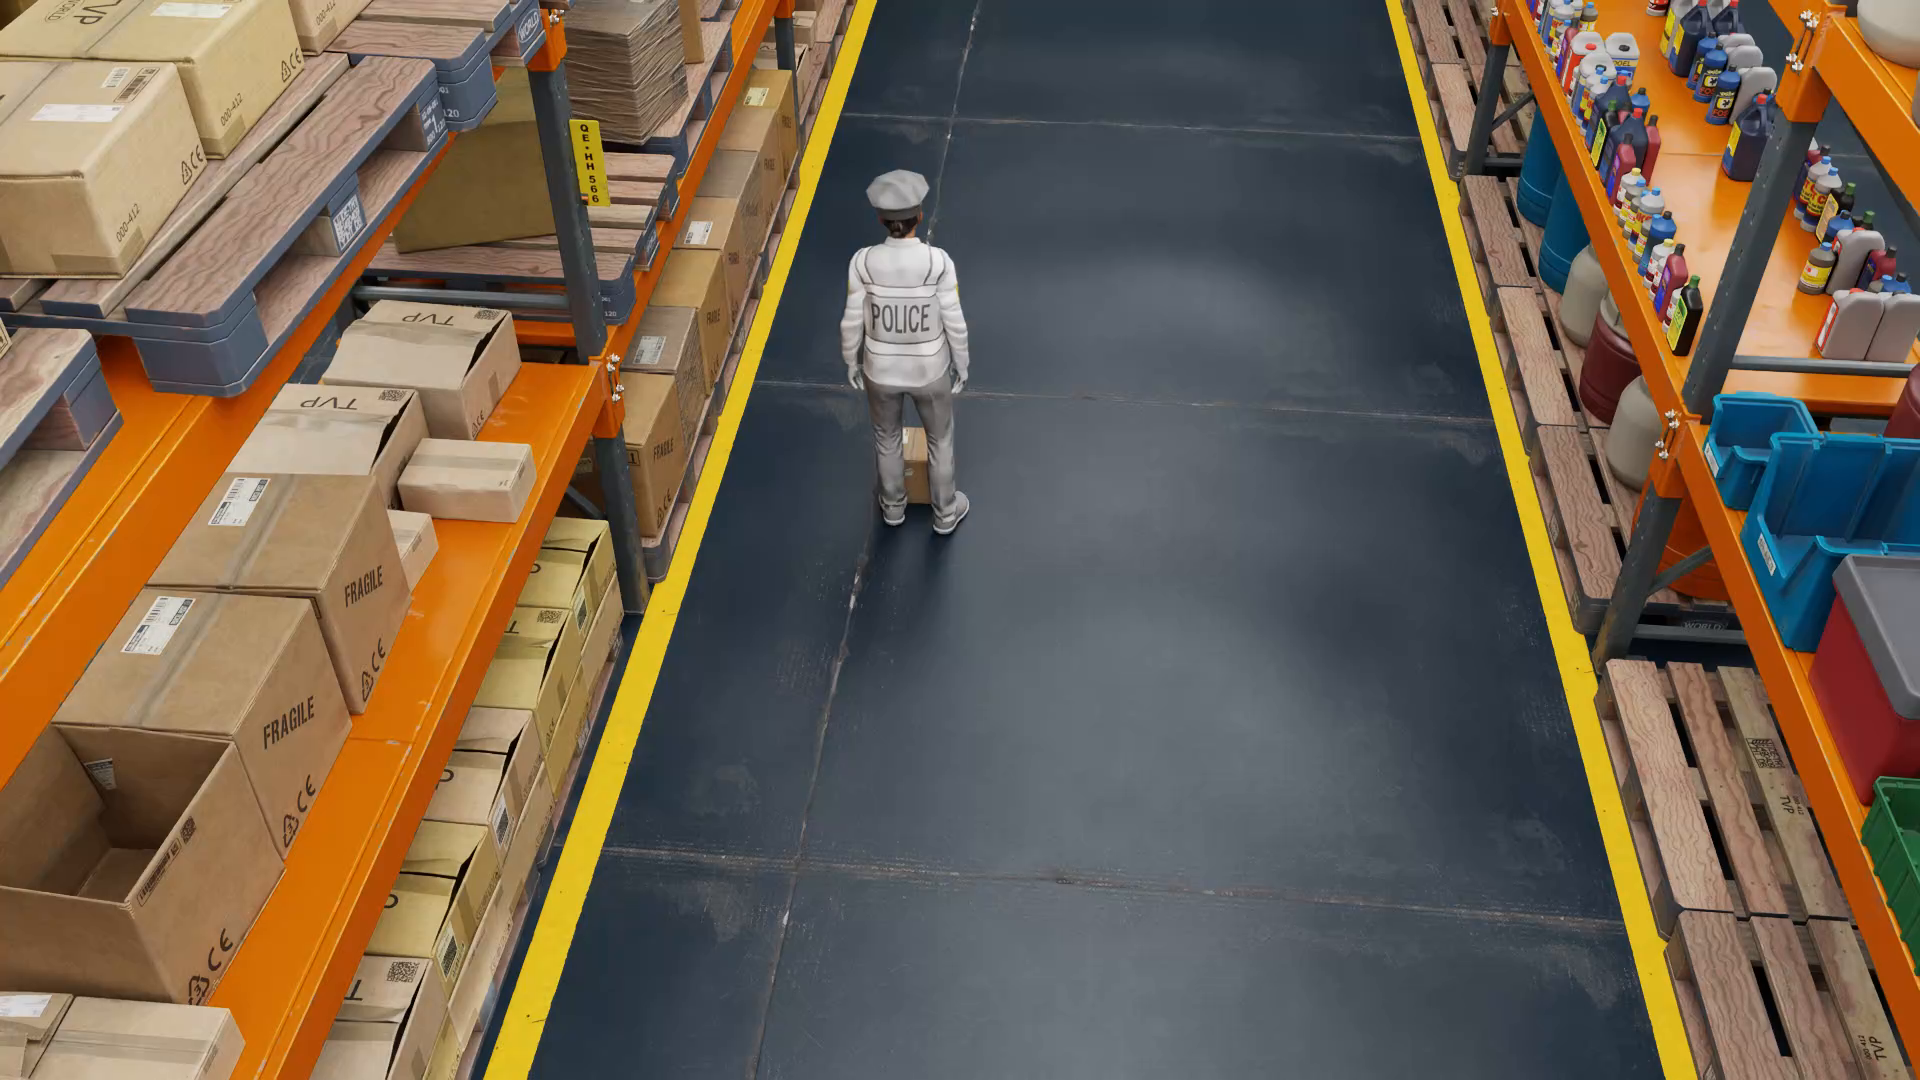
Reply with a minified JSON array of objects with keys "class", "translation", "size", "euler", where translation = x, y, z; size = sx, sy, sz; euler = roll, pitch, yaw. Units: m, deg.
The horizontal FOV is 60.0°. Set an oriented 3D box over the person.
[{"class":"person","translation":[-0.220,-0.738,7.024],"size":[0.529,1.664,0.403],"euler":[3,40,4]}]
